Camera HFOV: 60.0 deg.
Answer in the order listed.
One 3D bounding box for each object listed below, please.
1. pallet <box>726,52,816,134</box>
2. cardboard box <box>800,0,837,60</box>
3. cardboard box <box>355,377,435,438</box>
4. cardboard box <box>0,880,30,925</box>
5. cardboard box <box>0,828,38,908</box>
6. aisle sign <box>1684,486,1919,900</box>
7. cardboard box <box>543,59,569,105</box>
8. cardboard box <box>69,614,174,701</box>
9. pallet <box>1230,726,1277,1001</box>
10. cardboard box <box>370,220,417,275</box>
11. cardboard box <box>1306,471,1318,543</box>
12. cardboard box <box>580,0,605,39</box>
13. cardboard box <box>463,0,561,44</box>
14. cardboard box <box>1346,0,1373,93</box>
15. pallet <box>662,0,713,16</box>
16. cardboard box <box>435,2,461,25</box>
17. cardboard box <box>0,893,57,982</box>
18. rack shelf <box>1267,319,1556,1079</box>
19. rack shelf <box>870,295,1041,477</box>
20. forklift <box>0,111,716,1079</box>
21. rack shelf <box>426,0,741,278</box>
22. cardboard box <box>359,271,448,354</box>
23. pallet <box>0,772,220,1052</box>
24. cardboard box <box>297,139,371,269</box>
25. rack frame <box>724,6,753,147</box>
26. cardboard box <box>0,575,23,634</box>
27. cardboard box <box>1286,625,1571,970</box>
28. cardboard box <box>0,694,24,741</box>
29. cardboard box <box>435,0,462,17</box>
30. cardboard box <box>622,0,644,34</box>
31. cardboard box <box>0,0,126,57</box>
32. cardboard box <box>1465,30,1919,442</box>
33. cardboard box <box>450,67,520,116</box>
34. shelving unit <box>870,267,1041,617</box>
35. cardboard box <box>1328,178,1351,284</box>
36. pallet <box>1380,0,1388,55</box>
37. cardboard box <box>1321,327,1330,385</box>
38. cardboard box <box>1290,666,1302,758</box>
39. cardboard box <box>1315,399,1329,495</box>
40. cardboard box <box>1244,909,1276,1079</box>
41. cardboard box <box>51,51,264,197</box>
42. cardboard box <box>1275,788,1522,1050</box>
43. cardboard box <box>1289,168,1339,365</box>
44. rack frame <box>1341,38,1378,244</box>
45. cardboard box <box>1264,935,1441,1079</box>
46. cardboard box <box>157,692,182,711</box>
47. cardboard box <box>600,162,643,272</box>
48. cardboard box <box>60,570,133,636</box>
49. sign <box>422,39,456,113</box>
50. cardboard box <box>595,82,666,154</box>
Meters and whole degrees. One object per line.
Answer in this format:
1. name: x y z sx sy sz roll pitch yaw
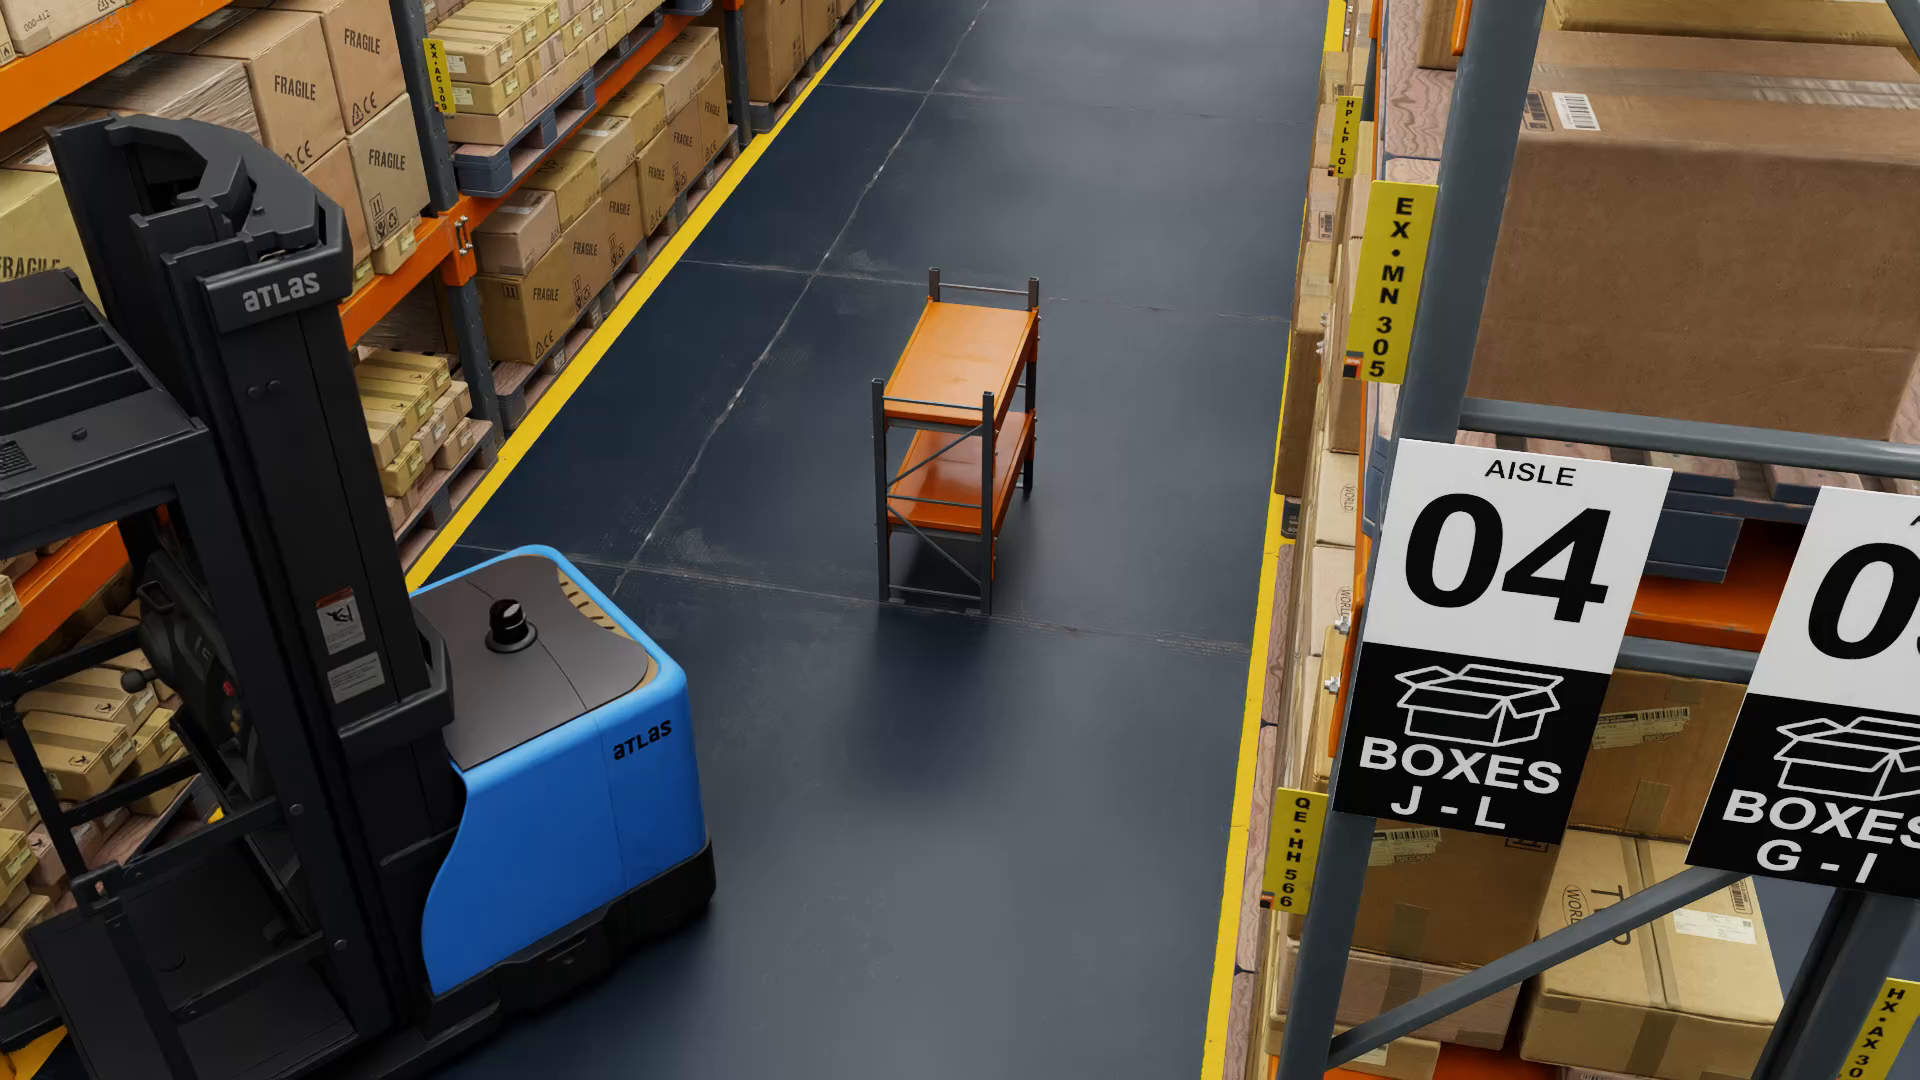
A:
1. pallet: -1.706 -3.340 12.179 1.003 0.211 1.213 7 37 10
2. cardboard box: -1.547 -4.125 12.445 1.050 0.750 0.750 8 37 11
3. cardboard box: -2.640 -0.602 7.589 0.380 0.149 0.250 8 37 11
4. cardboard box: -3.294 1.155 5.418 0.380 0.149 0.250 9 37 12
5. cardboard box: -3.213 1.045 5.316 0.380 0.149 0.250 6 36 8
6. aisle sign: 1.445 0.266 2.612 0.394 0.787 0.004 7 37 10
7. cardboard box: -2.159 -2.272 8.186 0.380 0.149 0.250 8 37 10
8. cardboard box: -3.052 0.434 6.160 0.380 0.149 0.250 9 37 12
9. pallet: 1.524 1.203 5.910 1.003 0.211 1.213 7 37 10
10. cardboard box: -2.584 -1.277 7.170 0.380 0.149 0.250 6 36 9
11. cardboard box: 1.357 -0.081 5.520 0.380 0.149 0.250 8 37 11
12. cardboard box: -2.051 -2.691 8.510 0.380 0.149 0.250 9 37 12
13. cardboard box: -2.158 -2.518 8.018 0.380 0.149 0.250 8 37 10
14. cardboard box: 2.292 -2.553 8.631 0.500 0.500 0.500 7 36 9
15. pallet: -1.996 -3.527 10.224 1.213 0.211 1.003 7 37 10
16. cardboard box: -2.746 -2.625 8.419 0.380 0.149 0.250 6 36 8
17. cardboard box: -3.232 1.284 5.494 0.380 0.149 0.250 8 37 11
18. rack shelf: 1.594 0.384 5.277 1.077 0.370 4.000 7 37 10
19. rack shelf: -0.001 -0.689 7.243 0.538 0.278 1.000 7 37 10
20. forklift: -2.328 0.442 4.643 3.031 2.935 1.130 -26 43 -31
21. rack shelf: -2.376 -2.589 9.379 1.077 0.370 4.000 7 37 10
22. cardboard box: -2.891 -1.347 8.825 0.500 0.500 0.500 7 36 9
23. pallet: -3.433 1.184 5.937 1.003 0.211 1.213 7 37 10
24. cardboard box: -2.742 -1.284 6.627 0.500 0.500 0.500 6 36 9
25. rack frame: -1.948 -4.027 10.750 1.000 3.000 0.127 7 37 10
26. cardboard box: -3.144 0.218 5.107 0.380 0.149 0.250 6 36 9
27. cardboard box: 1.014 0.564 3.651 0.500 0.500 0.500 8 37 11
28. cardboard box: -3.556 0.646 6.121 0.380 0.149 0.250 7 37 9
29. cardboard box: -2.738 -2.750 8.337 0.380 0.149 0.250 7 37 10
30. cardboard box: -1.939 -2.863 9.001 0.380 0.149 0.250 6 36 8
31. cardboard box: -2.977 -1.712 5.128 0.500 0.250 0.500 7 37 10
32. cardboard box: 1.226 -0.531 2.842 0.700 0.500 0.500 5 36 7
33. cardboard box: -2.269 -2.090 7.681 0.380 0.149 0.250 8 37 11
34. shelving unit: -0.001 -0.452 7.415 0.538 1.125 1.048 7 37 10
35. cardboard box: 1.854 -1.397 7.036 0.500 0.500 0.500 7 37 10
36. pallet: 1.836 -1.765 5.148 1.003 0.211 1.213 7 37 10
37. cardboard box: 1.577 -0.674 6.337 0.380 0.149 0.250 6 36 8
38. cardboard box: 1.138 0.510 4.704 0.380 0.149 0.250 7 36 9
39. cardboard box: 1.449 -0.295 5.475 0.500 0.250 0.500 8 37 11
40. cardboard box: 1.225 1.553 4.504 0.875 0.875 0.875 7 37 10
41. cardboard box: -2.867 -1.407 5.945 0.500 0.500 0.500 8 37 11
42. cardboard box: 1.011 0.869 3.870 0.500 0.250 0.500 7 36 9
43. cardboard box: 2.328 -1.245 8.365 1.225 0.875 0.875 6 36 8
44. rack frame: 2.021 -1.054 6.648 1.000 3.000 0.127 7 37 10
45. cardboard box: 0.921 1.096 3.896 0.380 0.149 0.250 8 37 11
46. cardboard box: -3.090 0.557 6.244 0.380 0.149 0.250 6 36 8
47. cardboard box: -2.176 -1.887 9.570 0.500 0.500 0.500 8 37 11
48. cardboard box: -3.466 0.228 6.444 0.380 0.149 0.250 6 36 8
49. sign: -2.271 -2.020 7.244 0.100 0.325 0.005 7 37 10
50. cardboard box: -2.059 -2.483 9.753 0.500 0.250 0.500 8 37 11
